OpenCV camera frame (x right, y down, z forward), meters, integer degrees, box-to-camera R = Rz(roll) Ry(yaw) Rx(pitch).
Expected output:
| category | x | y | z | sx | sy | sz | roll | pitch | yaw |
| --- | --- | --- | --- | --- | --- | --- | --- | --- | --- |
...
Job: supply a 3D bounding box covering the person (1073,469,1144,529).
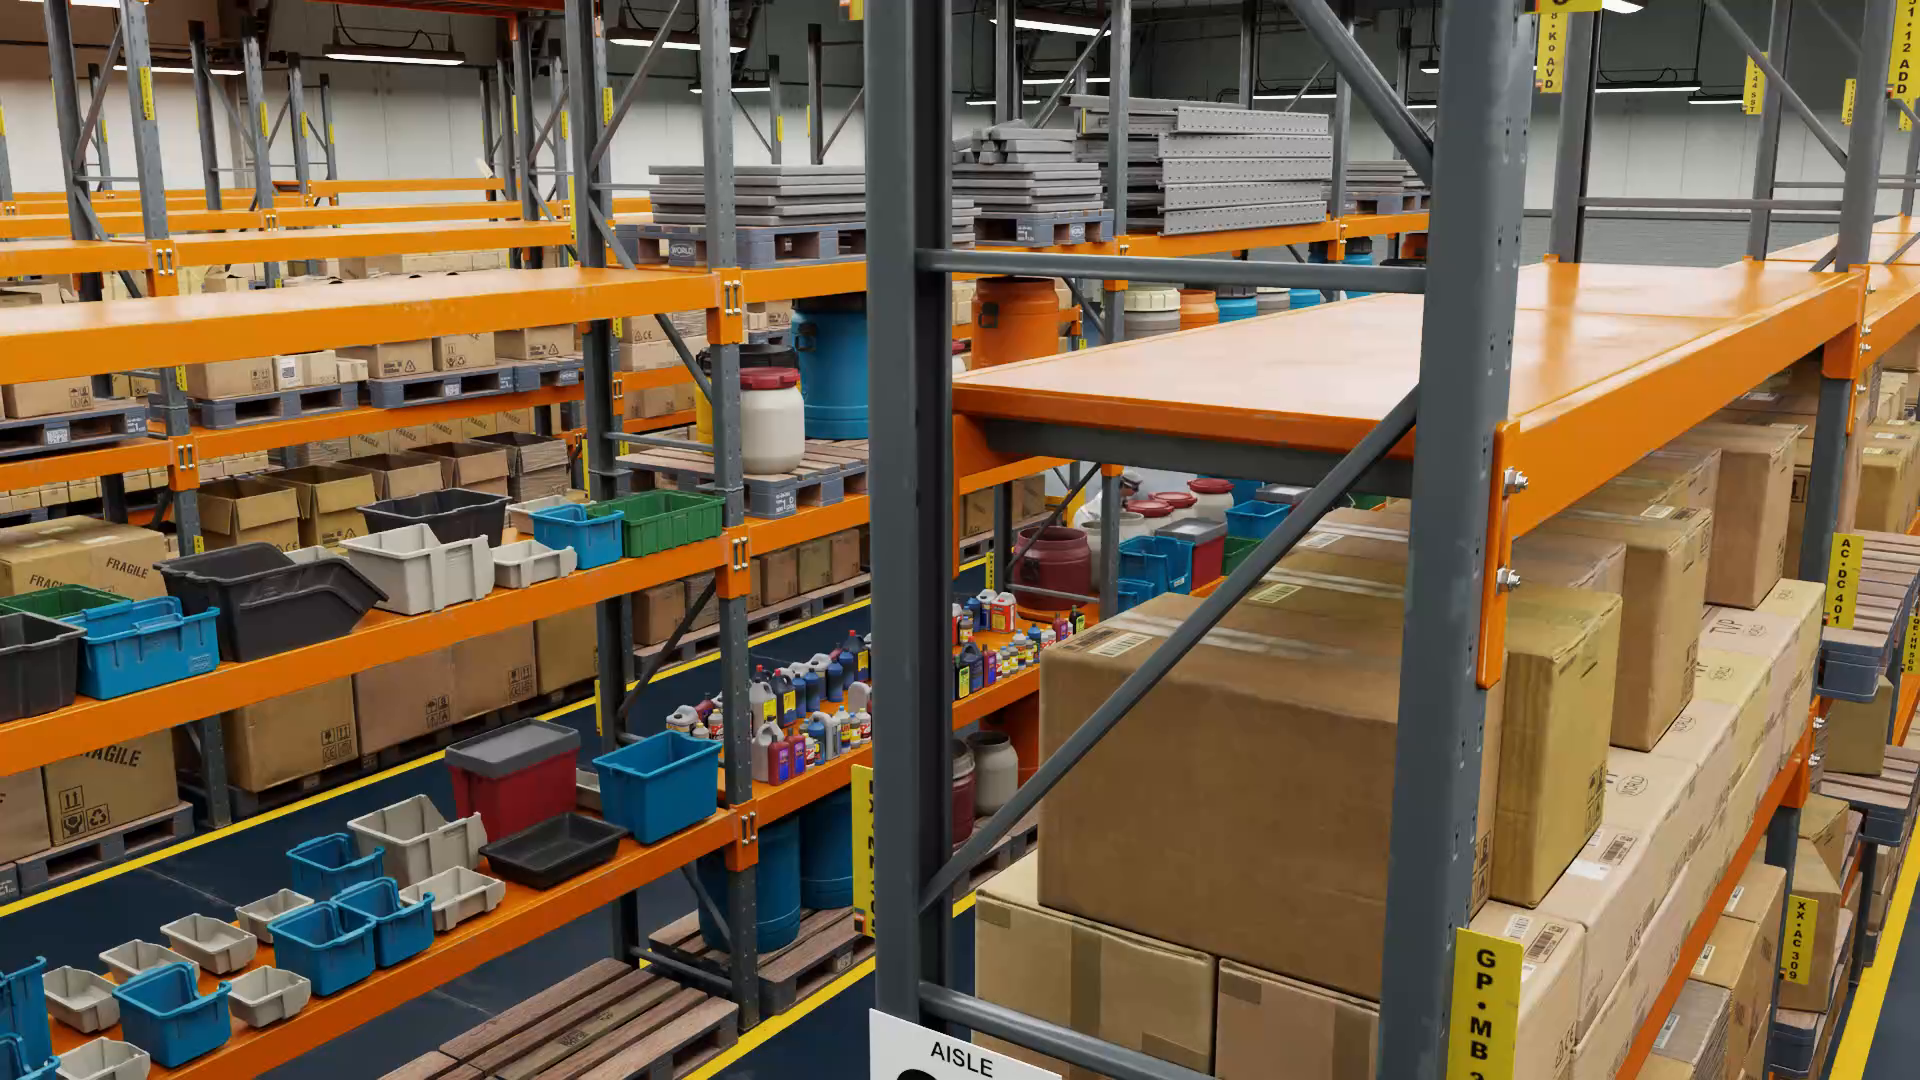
| category | x | y | z | sx | sy | sz | roll | pitch | yaw |
| --- | --- | --- | --- | --- | --- | --- | --- | --- | --- |
| person | 1.559 | -0.023 | 17.496 | 0.758 | 1.483 | 0.409 | 8 | 15 | 32 |
